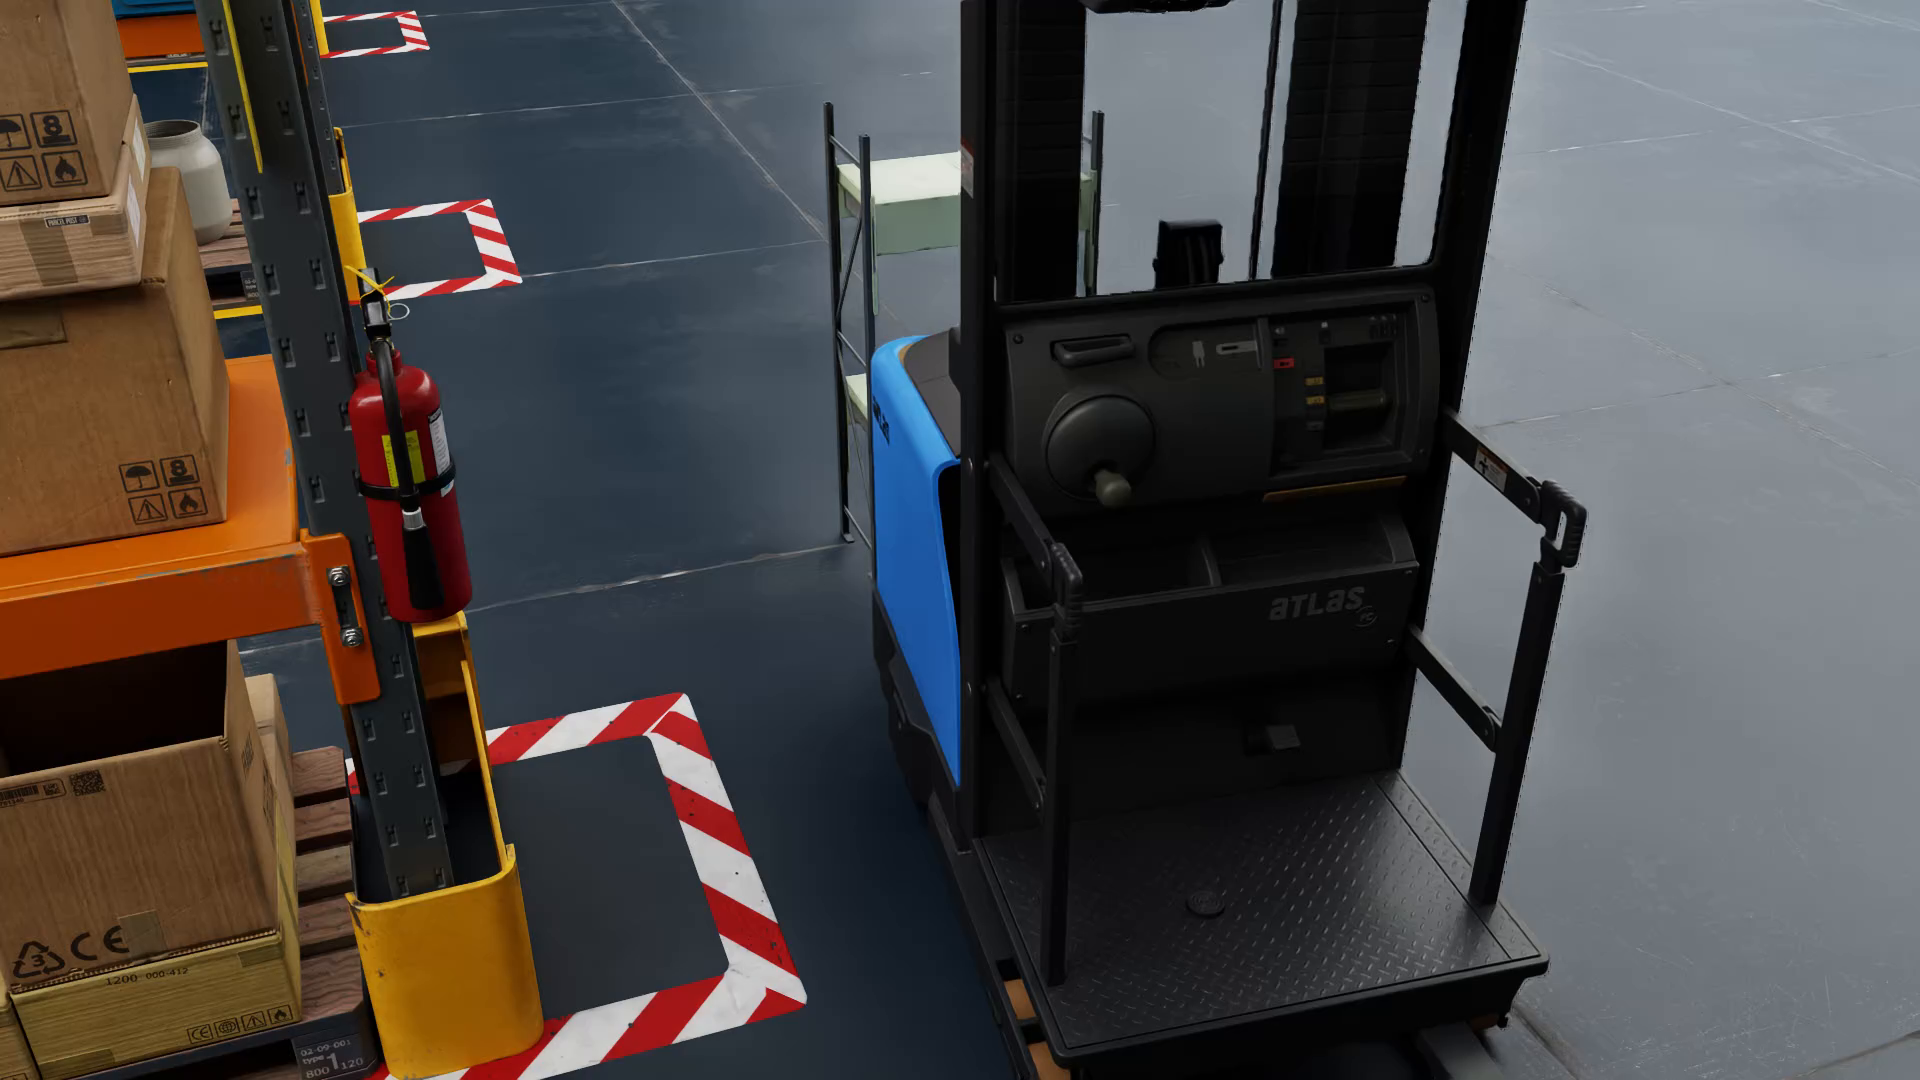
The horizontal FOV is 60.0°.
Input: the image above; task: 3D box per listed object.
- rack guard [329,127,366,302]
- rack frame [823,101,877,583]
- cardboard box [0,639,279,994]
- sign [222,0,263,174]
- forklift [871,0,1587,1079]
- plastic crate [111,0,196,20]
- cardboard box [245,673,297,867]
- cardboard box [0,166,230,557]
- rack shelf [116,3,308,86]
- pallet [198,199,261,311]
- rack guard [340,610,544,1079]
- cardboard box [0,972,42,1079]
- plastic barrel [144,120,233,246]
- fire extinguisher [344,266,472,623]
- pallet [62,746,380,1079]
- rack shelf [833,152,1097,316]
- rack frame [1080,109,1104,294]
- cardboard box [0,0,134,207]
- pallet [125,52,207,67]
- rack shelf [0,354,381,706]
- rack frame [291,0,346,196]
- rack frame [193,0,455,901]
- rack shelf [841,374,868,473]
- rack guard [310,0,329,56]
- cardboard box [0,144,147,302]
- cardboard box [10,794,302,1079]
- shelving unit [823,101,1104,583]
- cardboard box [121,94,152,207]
[{"bbox_3d":[-3.094,-1.577,8.013,0.348,0.500,1.175,-10,31,-18],"label":"rack guard"},{"bbox_3d":[-0.337,-0.590,5.270,0.023,1.500,0.400,-10,31,-18],"label":"rack frame"},{"bbox_3d":[-1.715,0.518,3.407,0.500,0.500,0.500,-10,31,-18],"label":"cardboard box"},{"bbox_3d":[-1.140,-0.751,2.630,0.005,0.325,0.100,-10,31,-18],"label":"sign"},{"bbox_3d":[0.601,-0.244,3.218,1.130,2.935,3.031,-7,30,-12],"label":"forklift"},{"bbox_3d":[-3.404,-2.408,7.097,0.616,0.251,0.499,-10,31,-18],"label":"plastic crate"},{"bbox_3d":[-1.896,0.602,4.016,0.500,0.250,0.500,-10,31,-18],"label":"cardboard box"},{"bbox_3d":[-1.758,-0.368,3.265,0.500,0.500,0.700,-10,31,-18],"label":"cardboard box"},{"bbox_3d":[-4.914,-2.040,7.028,4.000,0.370,1.077,-10,31,-18],"label":"rack shelf"},{"bbox_3d":[-3.858,-1.314,7.843,1.213,0.211,1.003,-10,31,-18],"label":"pallet"},{"bbox_3d":[-1.293,0.682,4.047,0.348,0.500,1.175,-10,31,-18],"label":"rack guard"},{"bbox_3d":[-2.180,0.934,3.433,0.500,0.250,0.500,-10,31,-18],"label":"cardboard box"},{"bbox_3d":[-3.630,-1.651,7.706,0.421,0.512,0.421,0,30,0],"label":"plastic barrel"},{"bbox_3d":[-1.043,-0.171,3.098,0.183,0.674,0.296,-10,31,-18],"label":"fire extinguisher"},{"bbox_3d":[-2.018,0.963,3.846,1.213,0.211,1.003,-10,31,-18],"label":"pallet"},{"bbox_3d":[0.006,-0.992,5.188,0.720,0.370,0.431,-10,31,-18],"label":"rack shelf"},{"bbox_3d":[0.349,-0.716,5.492,0.023,1.500,0.400,-10,31,-18],"label":"rack frame"},{"bbox_3d":[-1.807,-0.923,2.928,0.500,0.500,0.700,-10,31,-17],"label":"cardboard box"},{"bbox_3d":[-5.612,-3.648,11.939,1.213,0.211,1.003,-10,31,-18],"label":"pallet"},{"bbox_3d":[-3.190,0.258,2.993,4.000,0.370,1.077,-10,31,-18],"label":"rack shelf"},{"bbox_3d":[-3.040,-2.698,7.456,0.127,3.000,1.000,-10,31,-18],"label":"rack frame"},{"bbox_3d":[-1.316,-0.400,3.421,0.127,3.000,1.000,-10,31,-18],"label":"rack frame"},{"bbox_3d":[0.006,-0.370,5.542,0.720,0.370,0.431,-10,31,-18],"label":"rack shelf"},{"bbox_3d":[-4.838,-3.897,12.085,0.348,0.500,1.175,-10,31,-18],"label":"rack guard"},{"bbox_3d":[-1.607,-0.570,2.965,0.250,0.149,0.380,-11,31,-18],"label":"cardboard box"},{"bbox_3d":[-1.715,0.842,3.595,0.500,0.250,0.500,-10,31,-18],"label":"cardboard box"},{"bbox_3d":[0.006,-0.653,5.381,0.755,1.500,0.431,-10,31,-18],"label":"shelving unit"},{"bbox_3d":[-1.759,-0.757,3.292,0.250,0.149,0.380,-11,31,-18],"label":"cardboard box"}]
